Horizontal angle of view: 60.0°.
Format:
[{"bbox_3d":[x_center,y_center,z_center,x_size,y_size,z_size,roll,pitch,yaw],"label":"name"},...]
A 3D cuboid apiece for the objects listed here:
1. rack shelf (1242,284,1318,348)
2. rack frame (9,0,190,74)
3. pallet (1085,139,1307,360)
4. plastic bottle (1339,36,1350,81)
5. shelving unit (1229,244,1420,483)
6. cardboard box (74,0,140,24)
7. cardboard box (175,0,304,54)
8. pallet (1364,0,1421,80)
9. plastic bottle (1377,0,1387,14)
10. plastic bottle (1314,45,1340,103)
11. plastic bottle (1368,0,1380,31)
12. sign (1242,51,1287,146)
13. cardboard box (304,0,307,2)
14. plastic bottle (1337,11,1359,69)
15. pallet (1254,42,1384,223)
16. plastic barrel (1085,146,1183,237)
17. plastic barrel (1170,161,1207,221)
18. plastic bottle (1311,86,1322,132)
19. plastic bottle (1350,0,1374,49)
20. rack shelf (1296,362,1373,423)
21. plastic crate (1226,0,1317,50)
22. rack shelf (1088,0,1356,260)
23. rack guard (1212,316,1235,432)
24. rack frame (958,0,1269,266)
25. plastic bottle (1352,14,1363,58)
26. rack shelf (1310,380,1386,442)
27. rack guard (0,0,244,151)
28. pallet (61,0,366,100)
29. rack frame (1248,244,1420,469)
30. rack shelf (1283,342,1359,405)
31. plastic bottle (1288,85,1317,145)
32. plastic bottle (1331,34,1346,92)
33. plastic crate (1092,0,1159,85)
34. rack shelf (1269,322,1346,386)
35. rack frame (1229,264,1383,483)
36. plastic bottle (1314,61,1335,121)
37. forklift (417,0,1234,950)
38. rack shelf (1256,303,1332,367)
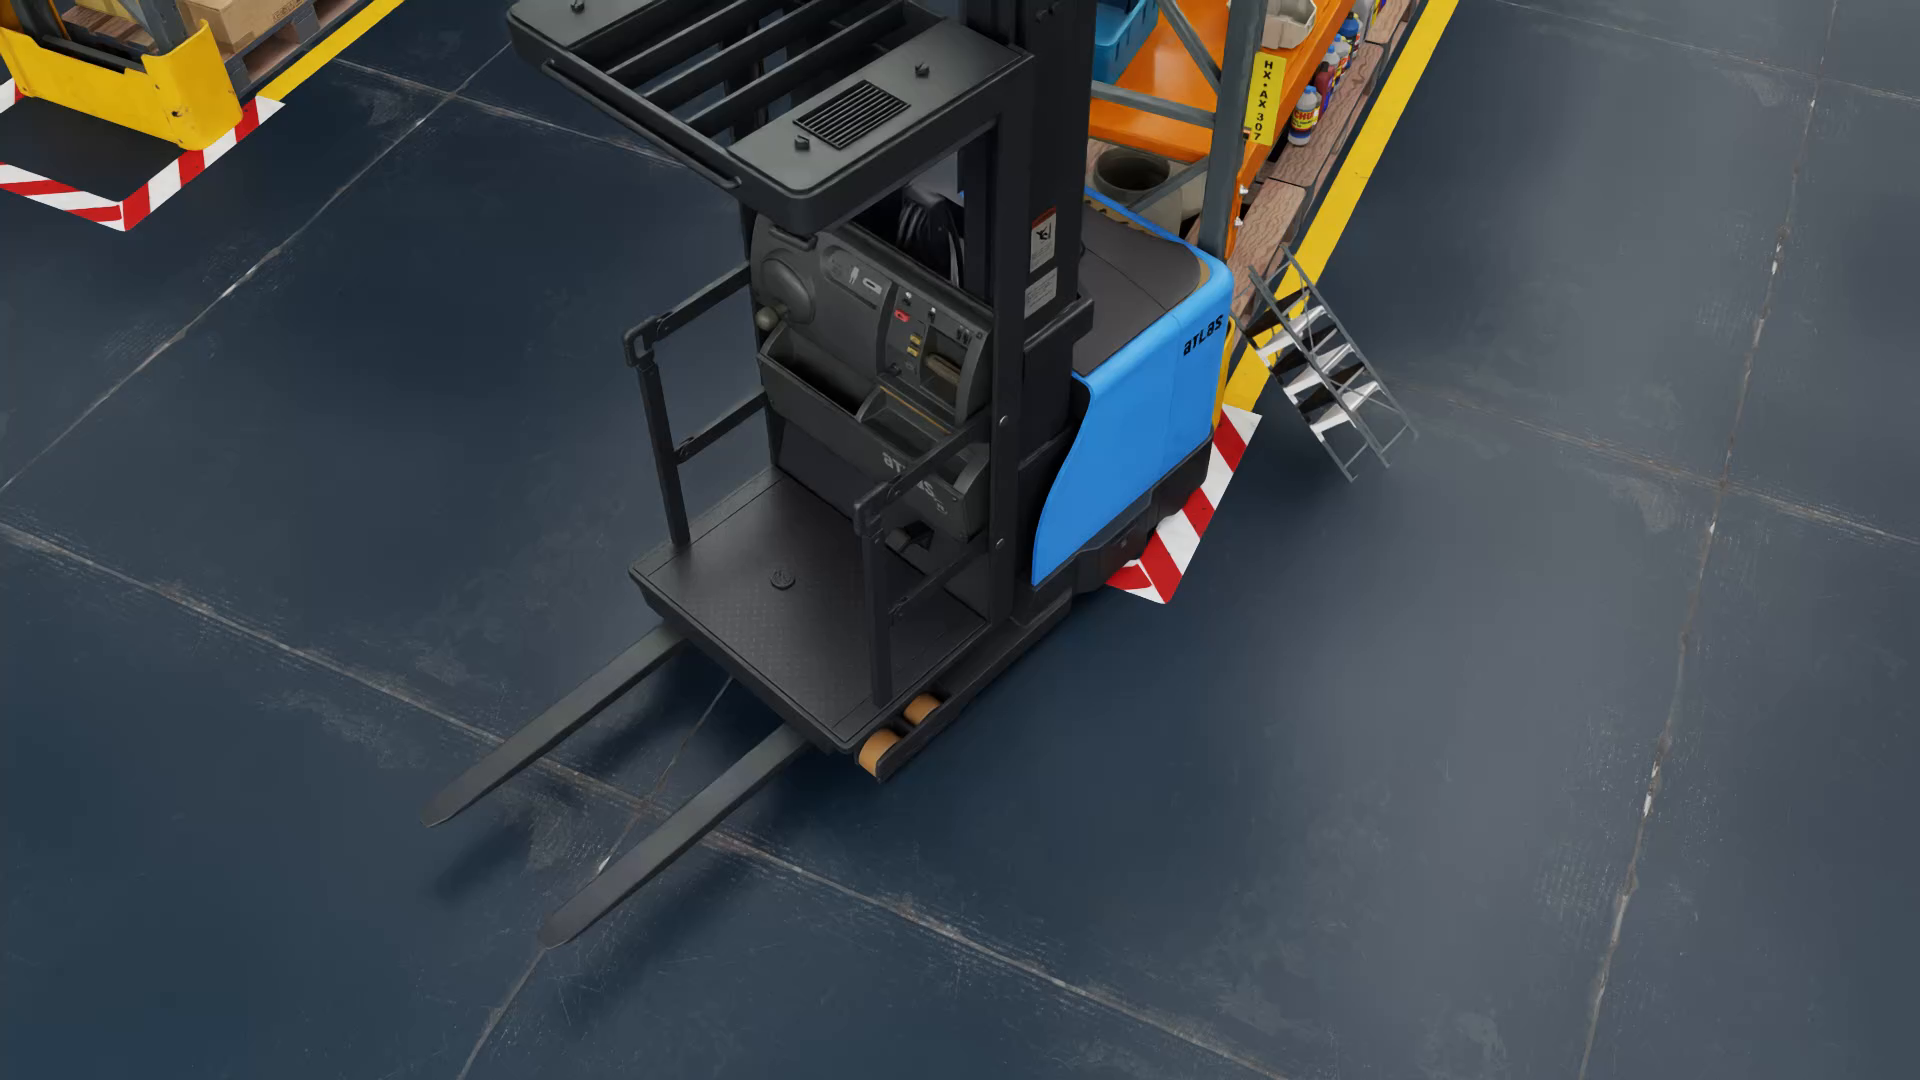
[{"bbox_3d":[1.223,-0.854,6.317,0.258,0.200,0.077,-41,98,-30],"label":"rack shelf"},{"bbox_3d":[-4.006,-3.107,6.925,1.000,3.000,0.127,20,52,16],"label":"rack frame"},{"bbox_3d":[0.813,-1.215,7.145,1.003,0.211,1.213,20,52,16],"label":"pallet"},{"bbox_3d":[1.759,-2.249,7.743,0.097,0.201,0.097,0,50,0],"label":"plastic bottle"},{"bbox_3d":[1.365,-0.667,6.346,0.258,0.210,0.900,-41,98,-30],"label":"shelving unit"},{"bbox_3d":[-4.044,-2.818,8.208,0.500,0.250,0.500,20,52,16],"label":"cardboard box"},{"bbox_3d":[-3.575,-2.649,8.064,0.500,0.250,0.500,20,52,16],"label":"cardboard box"},{"bbox_3d":[1.856,-2.895,8.575,1.003,0.211,1.213,20,52,16],"label":"pallet"},{"bbox_3d":[2.052,-2.715,8.085,0.061,0.283,0.133,23,53,18],"label":"plastic bottle"},{"bbox_3d":[1.674,-2.135,7.599,0.097,0.271,0.097,0,50,0],"label":"plastic bottle"},{"bbox_3d":[1.946,-2.640,7.977,0.144,0.351,0.185,19,52,16],"label":"plastic bottle"},{"bbox_3d":[0.967,-1.401,5.291,0.100,0.325,0.005,20,52,16],"label":"sign"},{"bbox_3d":[-3.365,-2.995,8.358,0.500,0.250,0.500,20,52,16],"label":"cardboard box"},{"bbox_3d":[1.803,-2.343,7.777,0.097,0.271,0.097,0,50,0],"label":"plastic bottle"},{"bbox_3d":[1.336,-2.052,7.857,1.003,0.211,1.213,20,52,16],"label":"pallet"},{"bbox_3d":[0.683,-1.301,6.745,0.421,0.512,0.421,0,50,0],"label":"plastic barrel"},{"bbox_3d":[0.898,-1.646,7.039,0.421,0.512,0.421,0,50,0],"label":"plastic barrel"},{"bbox_3d":[1.572,-1.947,7.486,0.097,0.201,0.097,0,50,0],"label":"plastic bottle"},{"bbox_3d":[1.873,-2.505,7.912,0.152,0.276,0.135,21,53,17],"label":"plastic bottle"},{"bbox_3d":[1.439,-0.570,6.361,0.258,0.200,0.077,-41,98,-30],"label":"rack shelf"},{"bbox_3d":[1.145,-1.919,6.087,0.298,0.136,0.250,20,52,16],"label":"plastic crate"},{"bbox_3d":[1.326,-2.637,6.997,1.077,0.370,4.000,20,52,16],"label":"rack shelf"},{"bbox_3d":[0.461,-0.751,6.561,1.175,0.500,0.348,20,52,16],"label":"rack guard"},{"bbox_3d":[0.471,-1.493,5.551,1.000,3.000,0.127,20,52,16],"label":"rack frame"},{"bbox_3d":[1.847,-2.391,7.863,0.097,0.201,0.097,0,50,0],"label":"plastic bottle"},{"bbox_3d":[1.493,-0.499,6.371,0.258,0.200,0.077,-41,98,-30],"label":"rack shelf"},{"bbox_3d":[-4.016,-2.281,7.862,1.175,0.500,0.348,20,52,16],"label":"rack guard"},{"bbox_3d":[-3.717,-2.744,8.446,1.003,0.211,1.213,20,52,16],"label":"pallet"},{"bbox_3d":[1.413,-0.690,6.259,0.240,0.006,0.900,-41,98,-30],"label":"rack frame"},{"bbox_3d":[1.385,-0.641,6.350,0.258,0.200,0.077,-41,98,-30],"label":"rack shelf"},{"bbox_3d":[1.528,-1.899,7.399,0.097,0.271,0.097,0,50,0],"label":"plastic bottle"},{"bbox_3d":[1.717,-2.204,7.658,0.097,0.271,0.097,0,50,0],"label":"plastic bottle"},{"bbox_3d":[0.415,-1.887,5.984,0.499,0.251,0.616,20,52,16],"label":"plastic crate"},{"bbox_3d":[1.331,-0.712,6.339,0.258,0.200,0.077,-41,98,-30],"label":"rack shelf"},{"bbox_3d":[1.318,-0.644,6.433,0.240,0.006,0.900,-41,98,-30],"label":"rack frame"},{"bbox_3d":[1.641,-2.052,7.522,0.061,0.283,0.133,21,53,17],"label":"plastic bottle"},{"bbox_3d":[-0.427,-0.604,4.839,1.130,2.935,3.031,36,58,26],"label":"forklift"},{"bbox_3d":[1.277,-0.783,6.328,0.258,0.200,0.077,-41,98,-30],"label":"rack shelf"}]
